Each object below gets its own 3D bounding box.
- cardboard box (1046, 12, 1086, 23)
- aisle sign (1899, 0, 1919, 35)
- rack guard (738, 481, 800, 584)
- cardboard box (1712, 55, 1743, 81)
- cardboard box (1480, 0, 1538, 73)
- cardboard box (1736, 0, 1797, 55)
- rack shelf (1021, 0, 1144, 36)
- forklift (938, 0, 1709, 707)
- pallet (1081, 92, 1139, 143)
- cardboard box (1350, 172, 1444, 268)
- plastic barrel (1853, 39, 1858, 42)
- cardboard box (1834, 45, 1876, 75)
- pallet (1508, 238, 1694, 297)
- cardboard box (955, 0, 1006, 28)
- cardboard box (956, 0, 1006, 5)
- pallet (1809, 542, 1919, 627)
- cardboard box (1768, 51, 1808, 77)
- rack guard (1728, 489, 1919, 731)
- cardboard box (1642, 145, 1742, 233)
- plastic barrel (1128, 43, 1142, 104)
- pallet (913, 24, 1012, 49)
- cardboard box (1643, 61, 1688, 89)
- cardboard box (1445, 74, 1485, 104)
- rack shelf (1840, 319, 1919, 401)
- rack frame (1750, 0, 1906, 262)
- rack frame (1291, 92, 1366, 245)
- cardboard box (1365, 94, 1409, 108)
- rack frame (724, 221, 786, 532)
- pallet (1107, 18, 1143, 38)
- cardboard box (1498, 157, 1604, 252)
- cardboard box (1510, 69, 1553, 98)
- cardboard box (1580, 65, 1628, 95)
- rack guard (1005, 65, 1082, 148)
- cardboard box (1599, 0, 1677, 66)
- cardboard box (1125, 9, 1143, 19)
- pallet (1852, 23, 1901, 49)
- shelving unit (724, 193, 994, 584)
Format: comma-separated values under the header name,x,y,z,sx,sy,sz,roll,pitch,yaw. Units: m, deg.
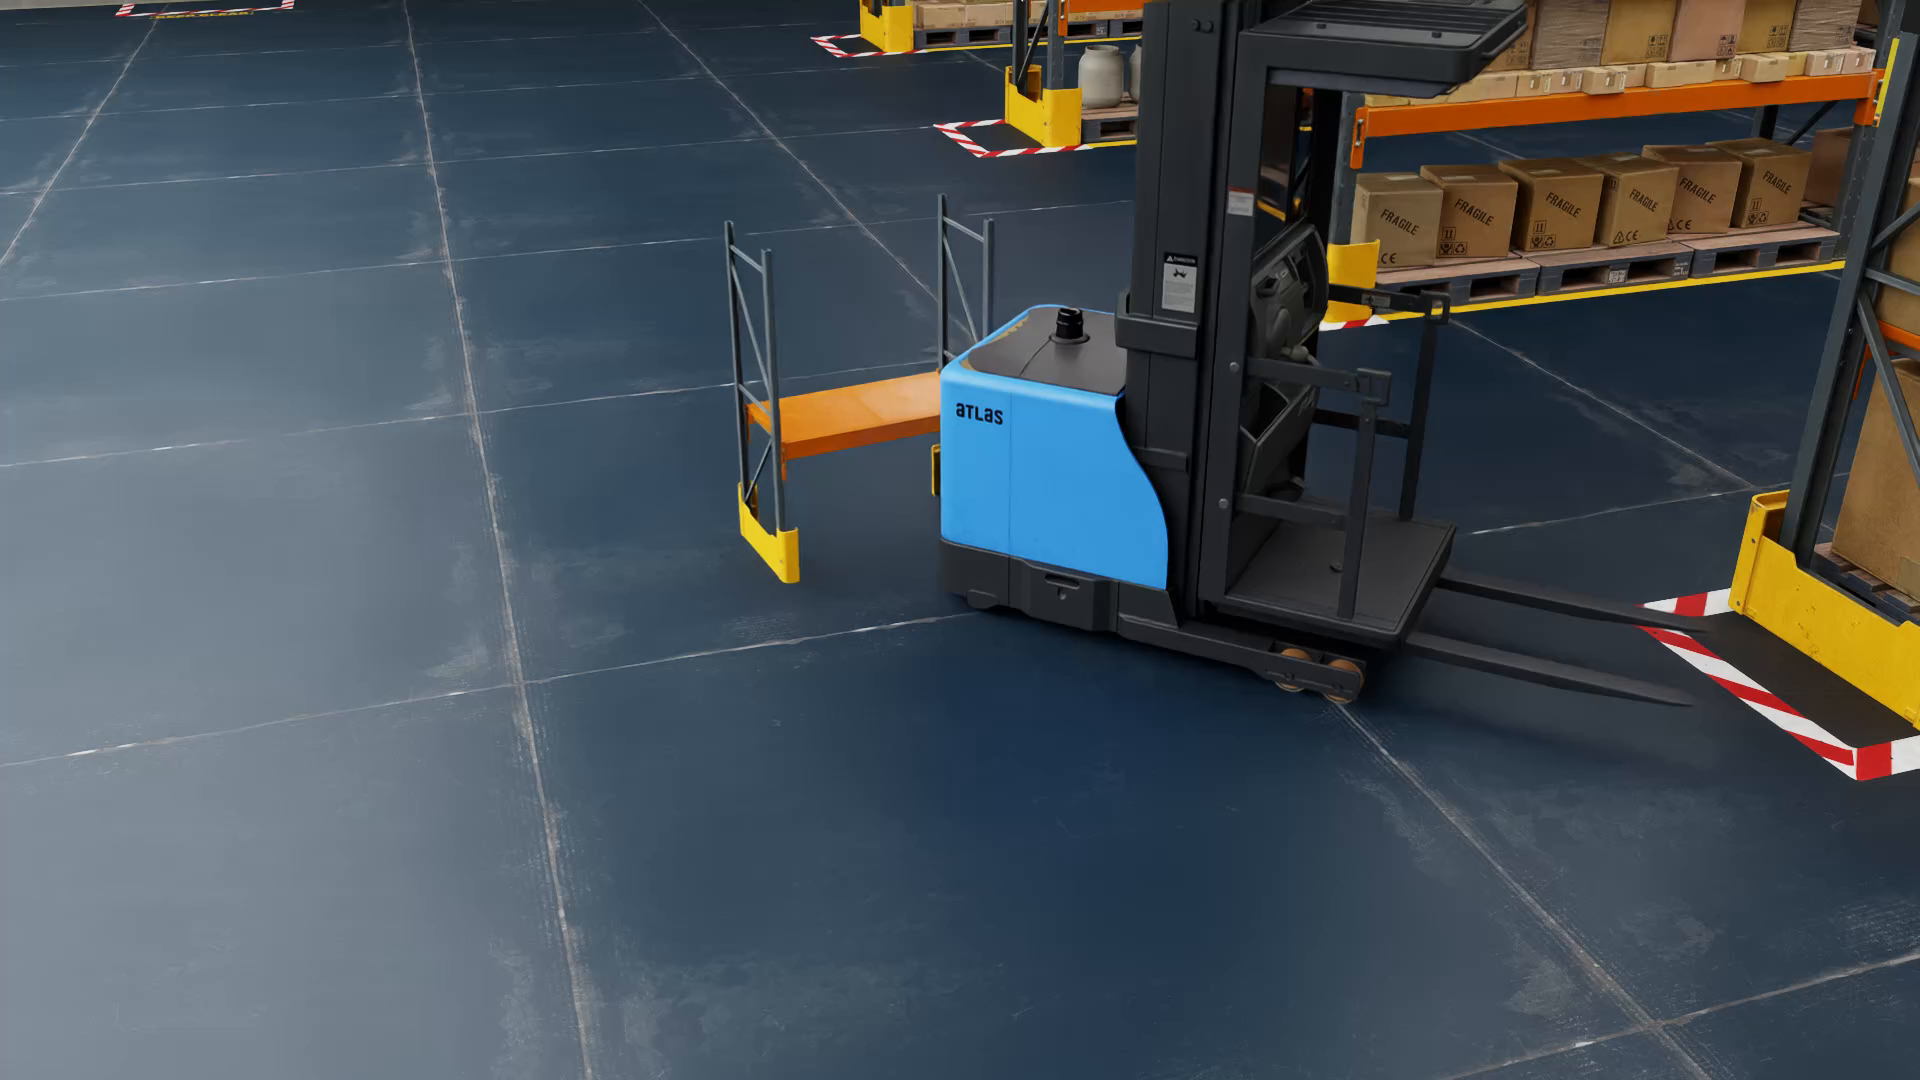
name,x,y,z,sx,sy,sz,roll,pitch,yaw
cardboard box,1.170,-6.299,19.685,0.500,0.250,0.500,-8,28,-16
aisle sign,3.508,-2.138,5.760,0.004,0.787,0.394,-8,28,-16
rack guard,-0.870,-0.041,7.551,0.087,0.250,0.587,-12,29,-23
cardboard box,4.940,-3.153,11.009,0.250,0.149,0.380,-8,28,-16
cardboard box,3.198,-3.330,10.637,0.500,0.500,0.875,-8,28,-16
cardboard box,5.099,-3.607,11.195,0.500,0.500,0.875,-8,28,-16
rack shelf,2.596,-5.015,15.288,4.000,0.370,1.077,-8,28,-16
forklift,1.457,-0.947,6.361,3.031,2.935,1.130,13,29,24
pallet,1.527,-3.953,15.475,1.213,0.211,1.003,-8,28,-16
cardboard box,2.828,-2.115,10.976,0.500,0.500,0.500,-3,27,-7
plastic barrel,9.835,-5.502,17.698,0.708,0.588,0.600,-8,28,-16
cardboard box,5.919,-3.252,11.210,0.250,0.149,0.380,-8,28,-16
pallet,4.242,-1.993,11.526,1.213,0.211,1.003,-8,28,-16
cardboard box,0.217,-6.164,19.412,0.500,0.250,0.500,-8,28,-16
cardboard box,0.218,-6.499,19.244,0.500,0.500,0.500,-8,28,-16
pallet,4.405,0.249,7.011,1.213,0.211,1.003,-8,28,-16
cardboard box,5.422,-3.213,11.131,0.250,0.149,0.380,-8,28,-16
rack guard,3.646,0.266,6.652,0.348,0.500,1.175,-8,28,-16
cardboard box,5.097,-2.467,11.685,0.500,0.500,0.500,0,26,0
plastic barrel,1.773,-4.328,15.420,0.421,0.512,0.421,0,26,0
pallet,-0.121,-6.031,19.661,1.213,0.211,1.003,-8,28,-16
cardboard box,4.488,-3.052,10.807,0.250,0.149,0.380,-8,28,-16
cardboard box,3.059,-2.848,10.396,0.250,0.149,0.380,-8,28,-16
rack shelf,5.570,-0.810,6.817,4.000,0.370,1.077,-8,28,-16
rack frame,6.032,-3.519,11.464,0.127,3.000,1.000,-8,28,-16
rack frame,2.229,-2.968,10.355,0.127,3.000,1.000,-8,28,-16
cardboard box,2.573,-2.794,10.287,0.250,0.149,0.380,-8,28,-16
rack frame,-0.887,-0.597,7.266,0.032,1.500,0.500,-12,29,-23
pallet,2.199,-6.367,20.337,1.213,0.211,1.003,-8,28,-16
cardboard box,3.986,-2.290,11.329,0.500,0.500,0.500,-6,27,-11
cardboard box,3.531,-2.923,10.547,0.250,0.149,0.380,-8,28,-16
cardboard box,4.030,-2.959,10.620,0.250,0.149,0.380,-8,28,-16
rack guard,0.752,-3.973,15.190,0.348,0.500,1.175,-8,28,-16
cardboard box,4.166,-3.444,10.867,0.500,0.500,0.875,-8,28,-16
cardboard box,2.116,-6.443,19.975,0.500,0.250,0.500,-8,28,-16
pallet,6.804,-3.476,11.595,1.213,0.211,1.003,-8,28,-16
shelving unit,-0.424,-0.699,7.472,1.083,1.500,0.587,-12,29,-23
